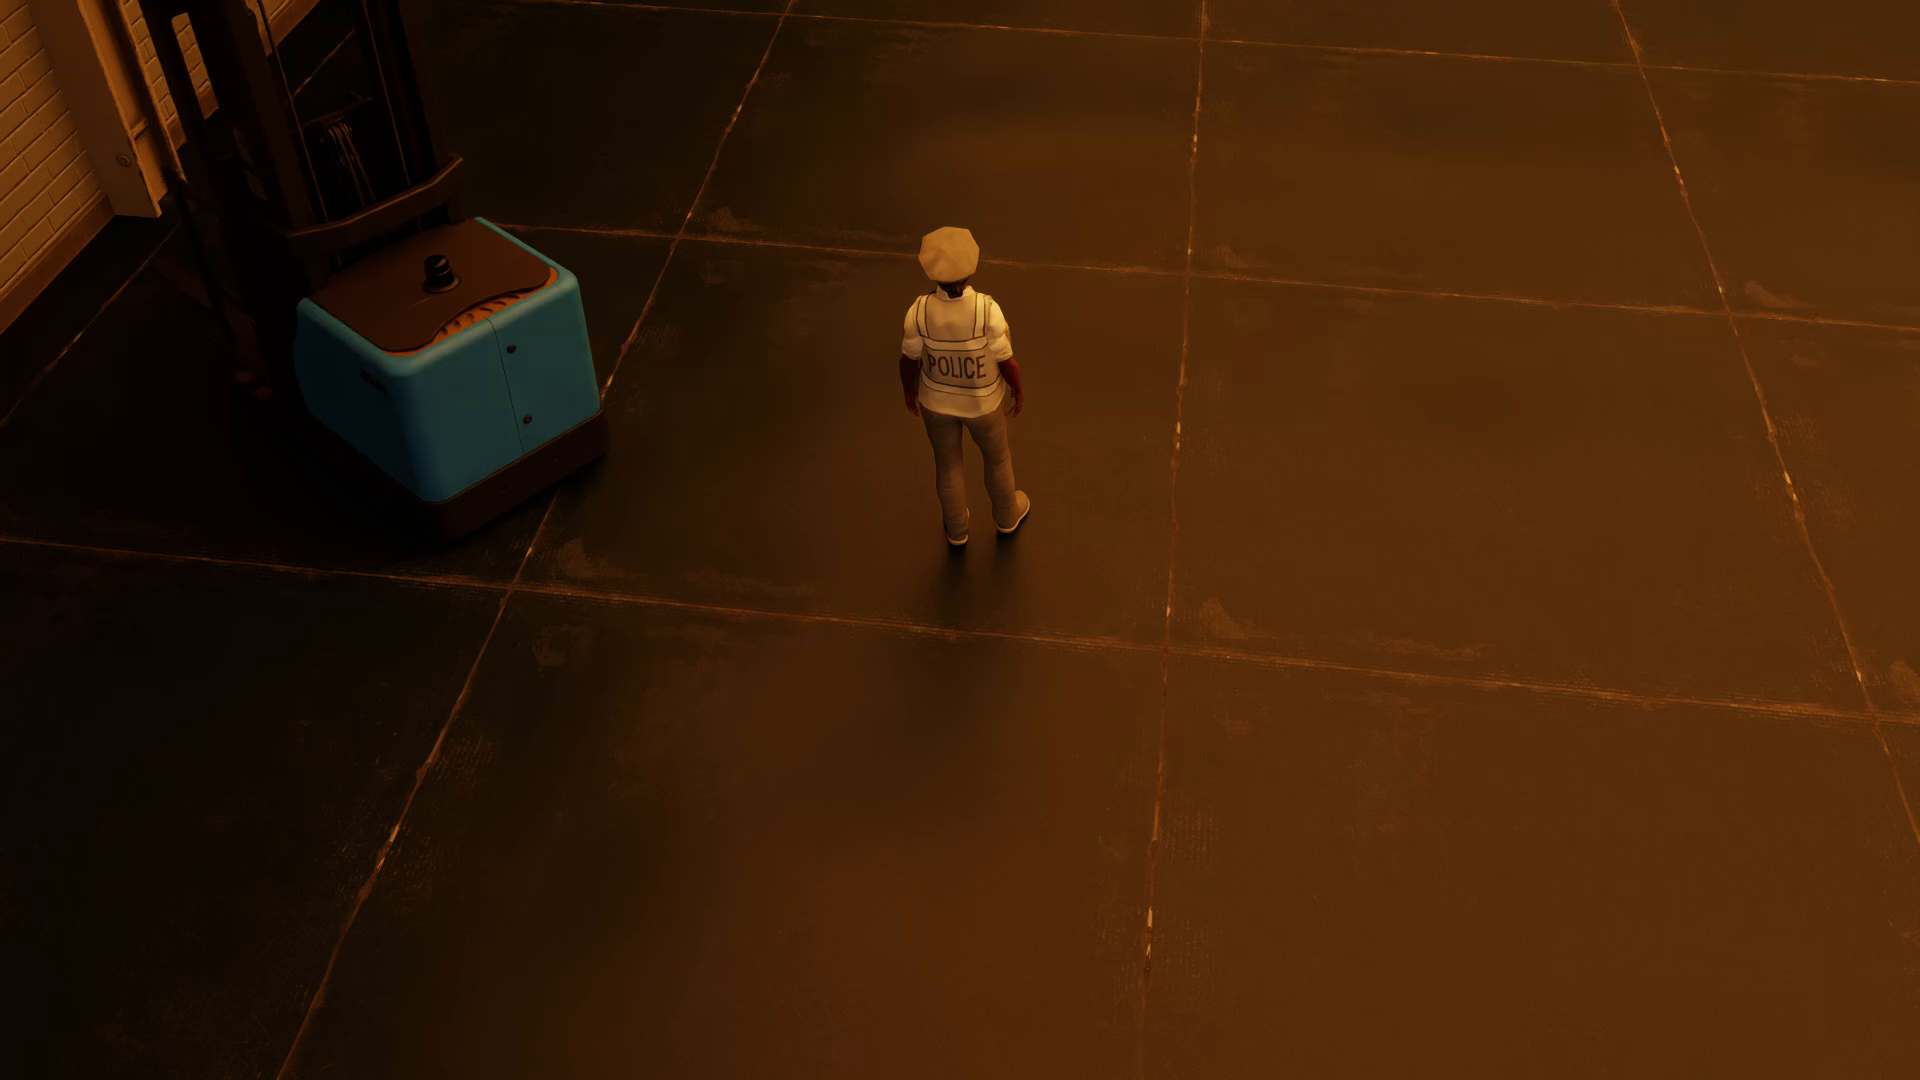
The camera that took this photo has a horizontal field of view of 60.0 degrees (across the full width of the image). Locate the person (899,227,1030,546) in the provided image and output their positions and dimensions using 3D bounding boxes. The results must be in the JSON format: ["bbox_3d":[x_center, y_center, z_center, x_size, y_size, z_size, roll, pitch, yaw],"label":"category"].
[{"bbox_3d":[0.030,-0.677,7.365,0.569,1.695,0.530,5,43,6],"label":"person"}]

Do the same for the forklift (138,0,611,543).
[{"bbox_3d":[-3.168,-1.937,7.833,3.031,2.935,1.130,32,51,30],"label":"forklift"}]
